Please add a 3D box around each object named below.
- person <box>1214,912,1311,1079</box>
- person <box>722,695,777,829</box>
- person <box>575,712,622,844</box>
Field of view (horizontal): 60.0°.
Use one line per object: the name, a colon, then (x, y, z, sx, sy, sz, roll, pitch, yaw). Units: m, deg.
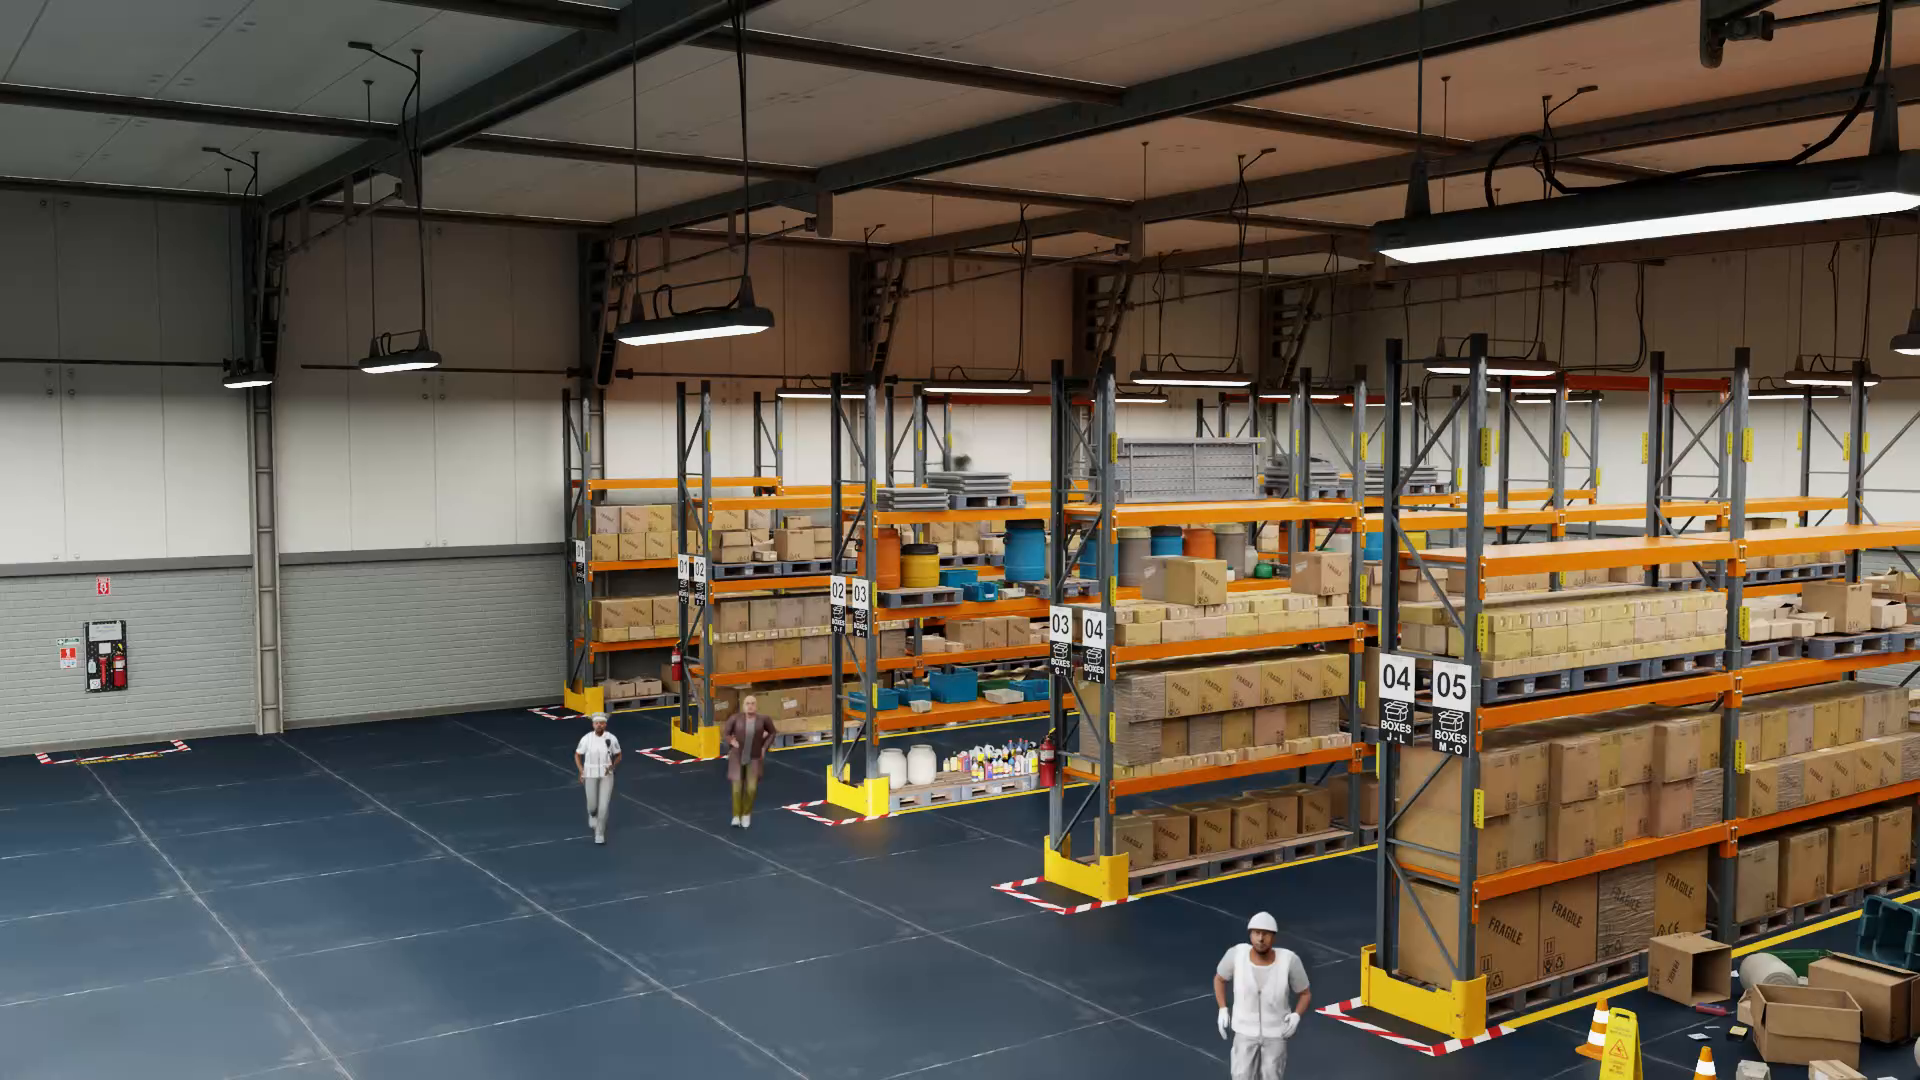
person: (2.156, 3.524, 11.875, 0.690, 1.744, 0.581, 1, 4, 10)
person: (-2.754, 2.906, 21.702, 0.701, 1.763, 0.741, 0, 4, -4)
person: (-4.577, 2.990, 21.085, 0.591, 1.643, 0.575, -1, 4, -15)
